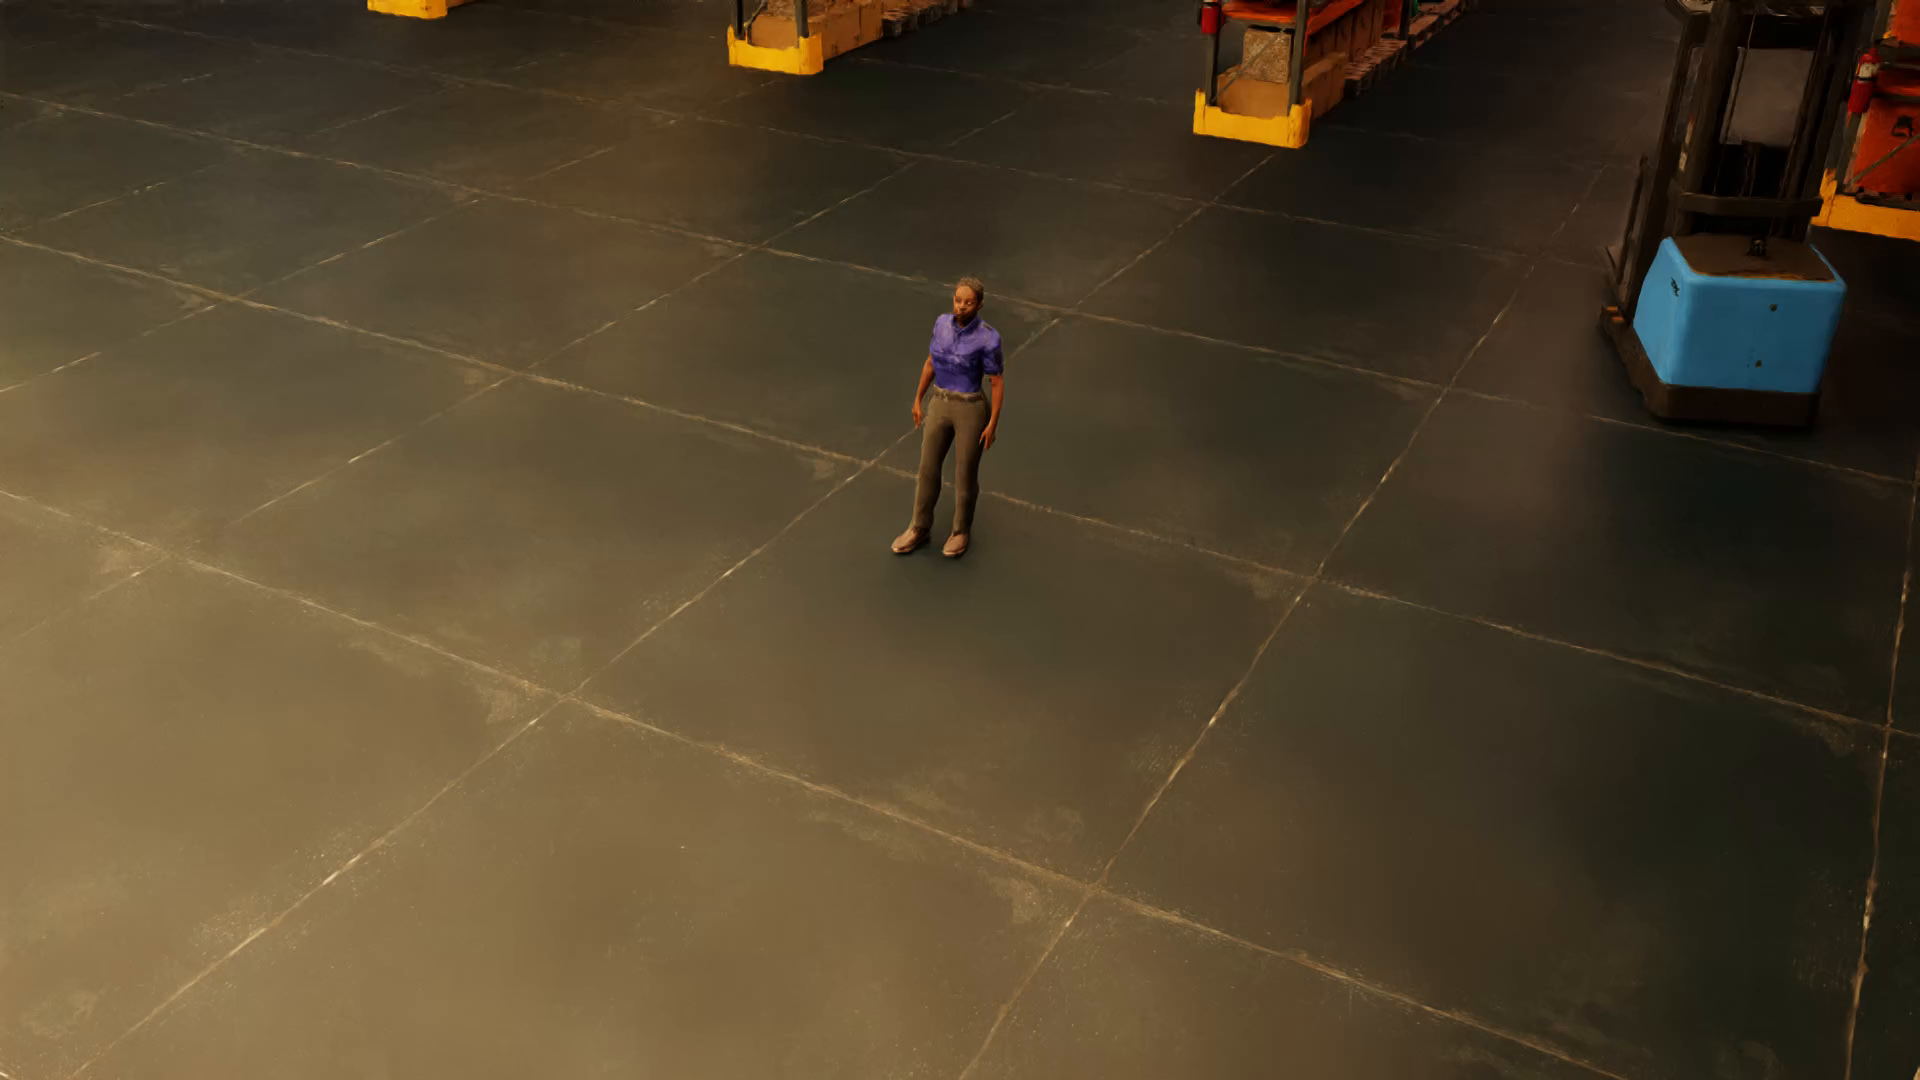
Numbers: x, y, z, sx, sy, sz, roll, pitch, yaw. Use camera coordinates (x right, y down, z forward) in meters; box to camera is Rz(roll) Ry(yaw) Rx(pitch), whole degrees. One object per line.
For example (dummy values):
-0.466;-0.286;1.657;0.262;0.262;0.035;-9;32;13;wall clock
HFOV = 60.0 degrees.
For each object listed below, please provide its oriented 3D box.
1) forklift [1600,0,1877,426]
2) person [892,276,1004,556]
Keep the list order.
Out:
5.469;-2.750;11.836;1.130;2.935;3.031;4;30;8;forklift
-0.059;-0.689;9.527;0.570;1.654;0.503;15;33;25;person
